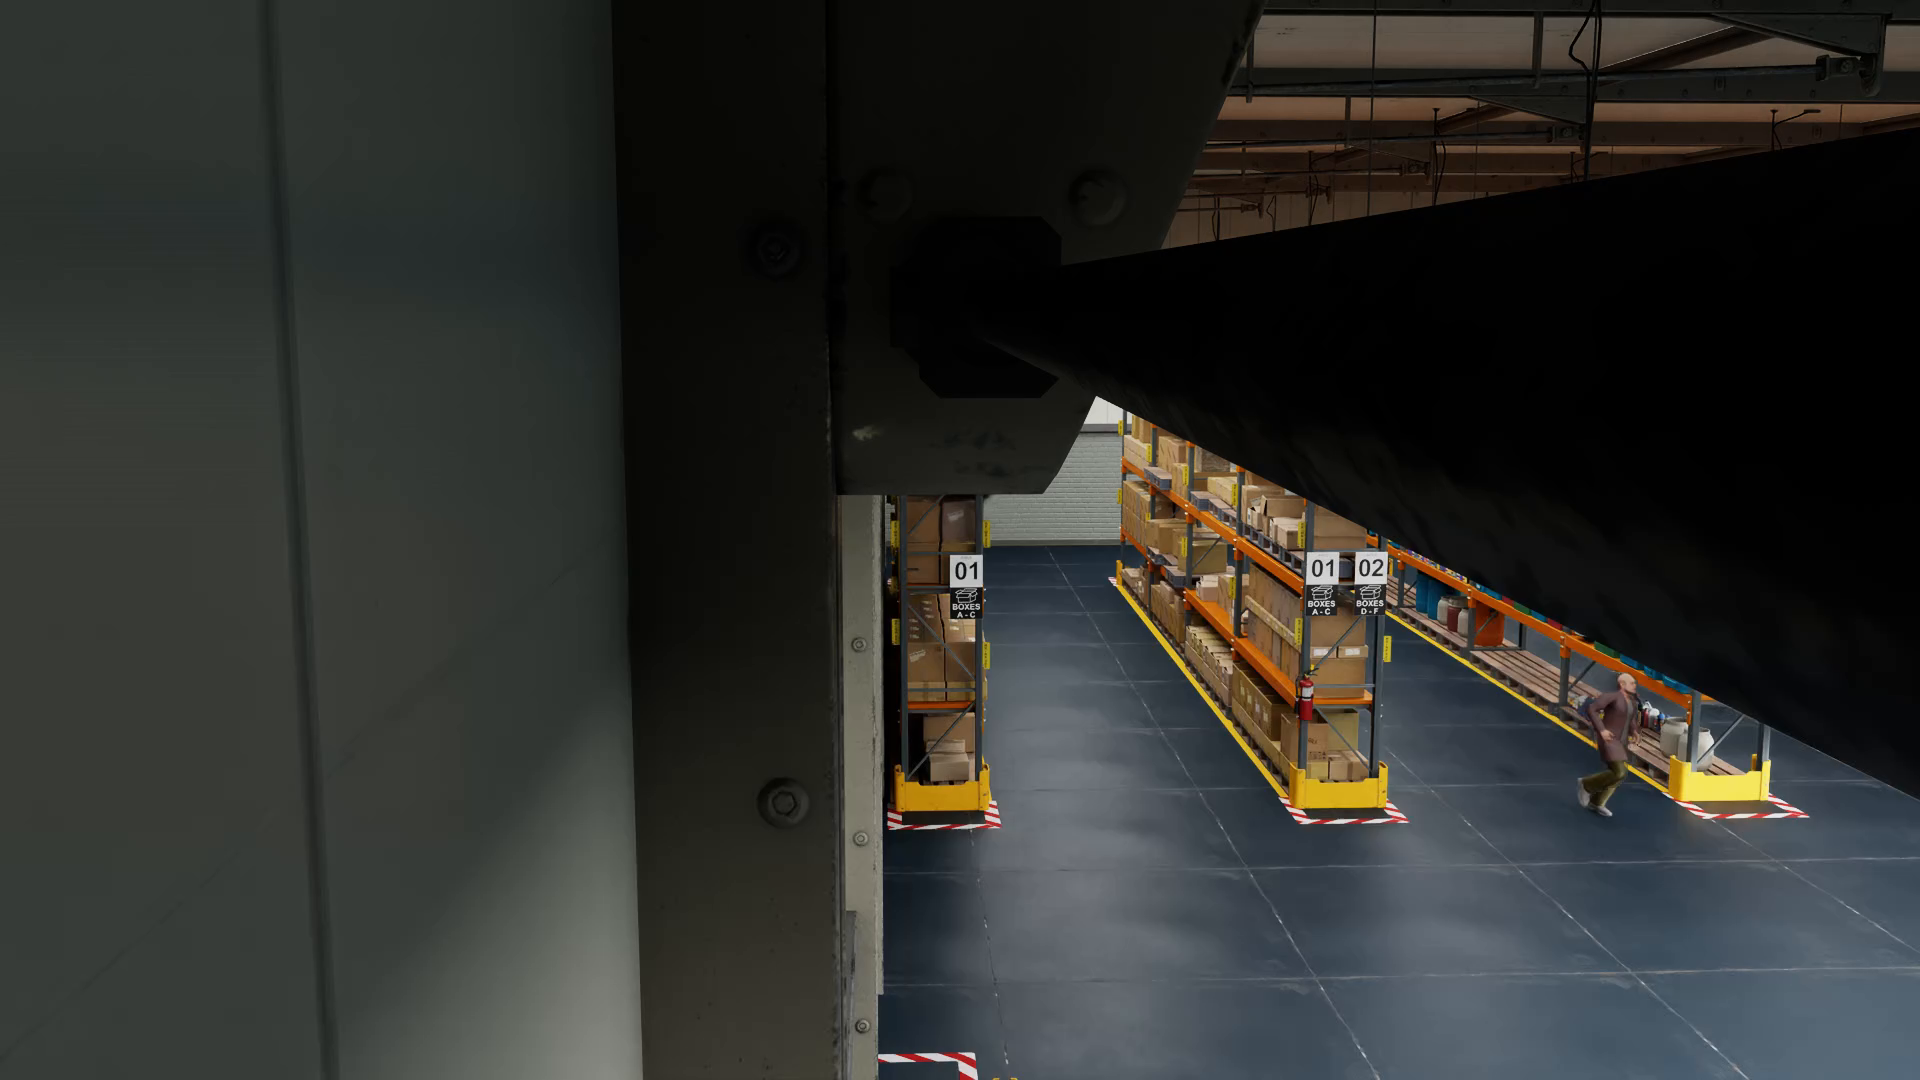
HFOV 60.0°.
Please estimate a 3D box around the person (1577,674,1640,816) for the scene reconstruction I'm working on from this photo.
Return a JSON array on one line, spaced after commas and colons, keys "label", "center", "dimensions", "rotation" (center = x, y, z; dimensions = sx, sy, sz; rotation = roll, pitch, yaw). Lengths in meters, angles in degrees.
[{"label": "person", "center": [8.047, 2.494, 20.474], "dimensions": [0.726, 1.738, 0.607], "rotation": [-7, 11, -39]}]
